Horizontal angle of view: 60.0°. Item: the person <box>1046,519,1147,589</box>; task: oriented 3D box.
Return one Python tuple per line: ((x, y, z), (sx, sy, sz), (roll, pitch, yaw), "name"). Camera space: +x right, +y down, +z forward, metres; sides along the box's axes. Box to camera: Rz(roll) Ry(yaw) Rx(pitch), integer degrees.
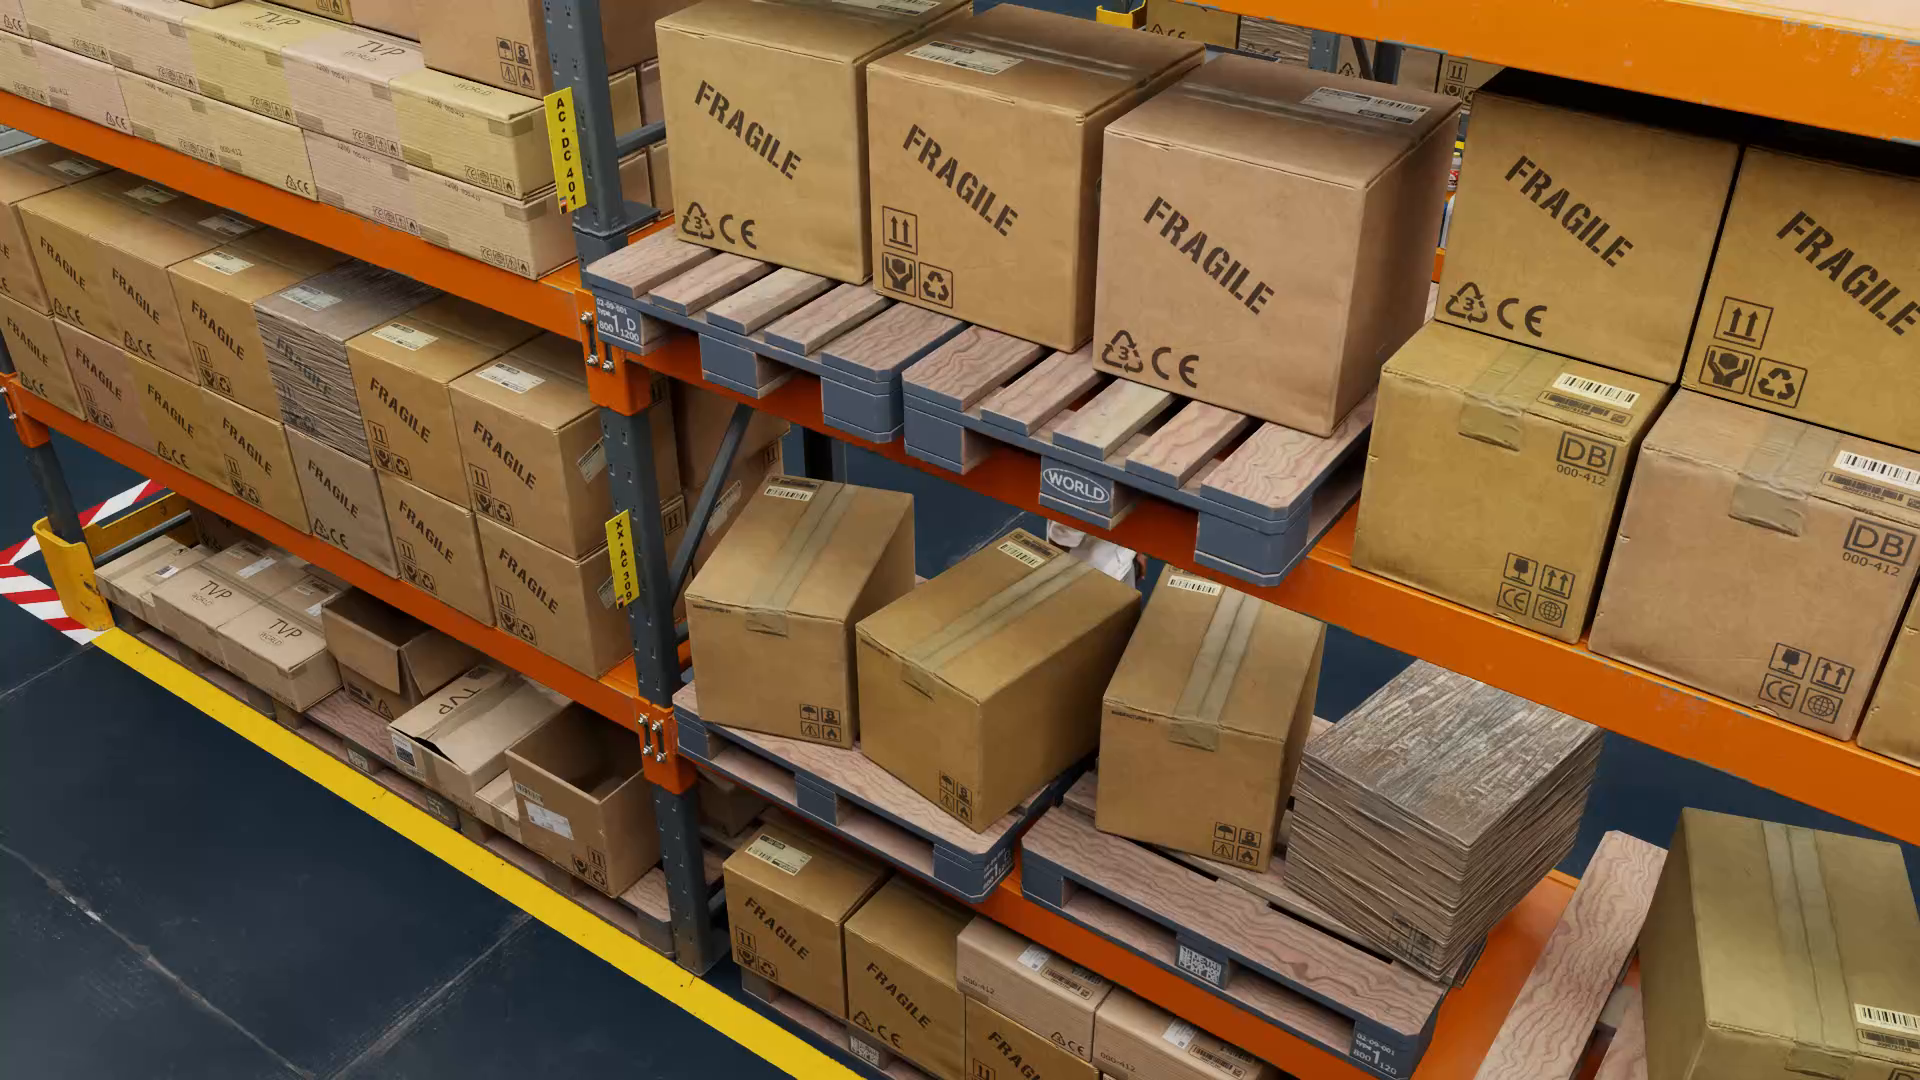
((0.587, 0.146, 6.914), (0.461, 1.760, 0.627), (22, 40, 29), "person")
